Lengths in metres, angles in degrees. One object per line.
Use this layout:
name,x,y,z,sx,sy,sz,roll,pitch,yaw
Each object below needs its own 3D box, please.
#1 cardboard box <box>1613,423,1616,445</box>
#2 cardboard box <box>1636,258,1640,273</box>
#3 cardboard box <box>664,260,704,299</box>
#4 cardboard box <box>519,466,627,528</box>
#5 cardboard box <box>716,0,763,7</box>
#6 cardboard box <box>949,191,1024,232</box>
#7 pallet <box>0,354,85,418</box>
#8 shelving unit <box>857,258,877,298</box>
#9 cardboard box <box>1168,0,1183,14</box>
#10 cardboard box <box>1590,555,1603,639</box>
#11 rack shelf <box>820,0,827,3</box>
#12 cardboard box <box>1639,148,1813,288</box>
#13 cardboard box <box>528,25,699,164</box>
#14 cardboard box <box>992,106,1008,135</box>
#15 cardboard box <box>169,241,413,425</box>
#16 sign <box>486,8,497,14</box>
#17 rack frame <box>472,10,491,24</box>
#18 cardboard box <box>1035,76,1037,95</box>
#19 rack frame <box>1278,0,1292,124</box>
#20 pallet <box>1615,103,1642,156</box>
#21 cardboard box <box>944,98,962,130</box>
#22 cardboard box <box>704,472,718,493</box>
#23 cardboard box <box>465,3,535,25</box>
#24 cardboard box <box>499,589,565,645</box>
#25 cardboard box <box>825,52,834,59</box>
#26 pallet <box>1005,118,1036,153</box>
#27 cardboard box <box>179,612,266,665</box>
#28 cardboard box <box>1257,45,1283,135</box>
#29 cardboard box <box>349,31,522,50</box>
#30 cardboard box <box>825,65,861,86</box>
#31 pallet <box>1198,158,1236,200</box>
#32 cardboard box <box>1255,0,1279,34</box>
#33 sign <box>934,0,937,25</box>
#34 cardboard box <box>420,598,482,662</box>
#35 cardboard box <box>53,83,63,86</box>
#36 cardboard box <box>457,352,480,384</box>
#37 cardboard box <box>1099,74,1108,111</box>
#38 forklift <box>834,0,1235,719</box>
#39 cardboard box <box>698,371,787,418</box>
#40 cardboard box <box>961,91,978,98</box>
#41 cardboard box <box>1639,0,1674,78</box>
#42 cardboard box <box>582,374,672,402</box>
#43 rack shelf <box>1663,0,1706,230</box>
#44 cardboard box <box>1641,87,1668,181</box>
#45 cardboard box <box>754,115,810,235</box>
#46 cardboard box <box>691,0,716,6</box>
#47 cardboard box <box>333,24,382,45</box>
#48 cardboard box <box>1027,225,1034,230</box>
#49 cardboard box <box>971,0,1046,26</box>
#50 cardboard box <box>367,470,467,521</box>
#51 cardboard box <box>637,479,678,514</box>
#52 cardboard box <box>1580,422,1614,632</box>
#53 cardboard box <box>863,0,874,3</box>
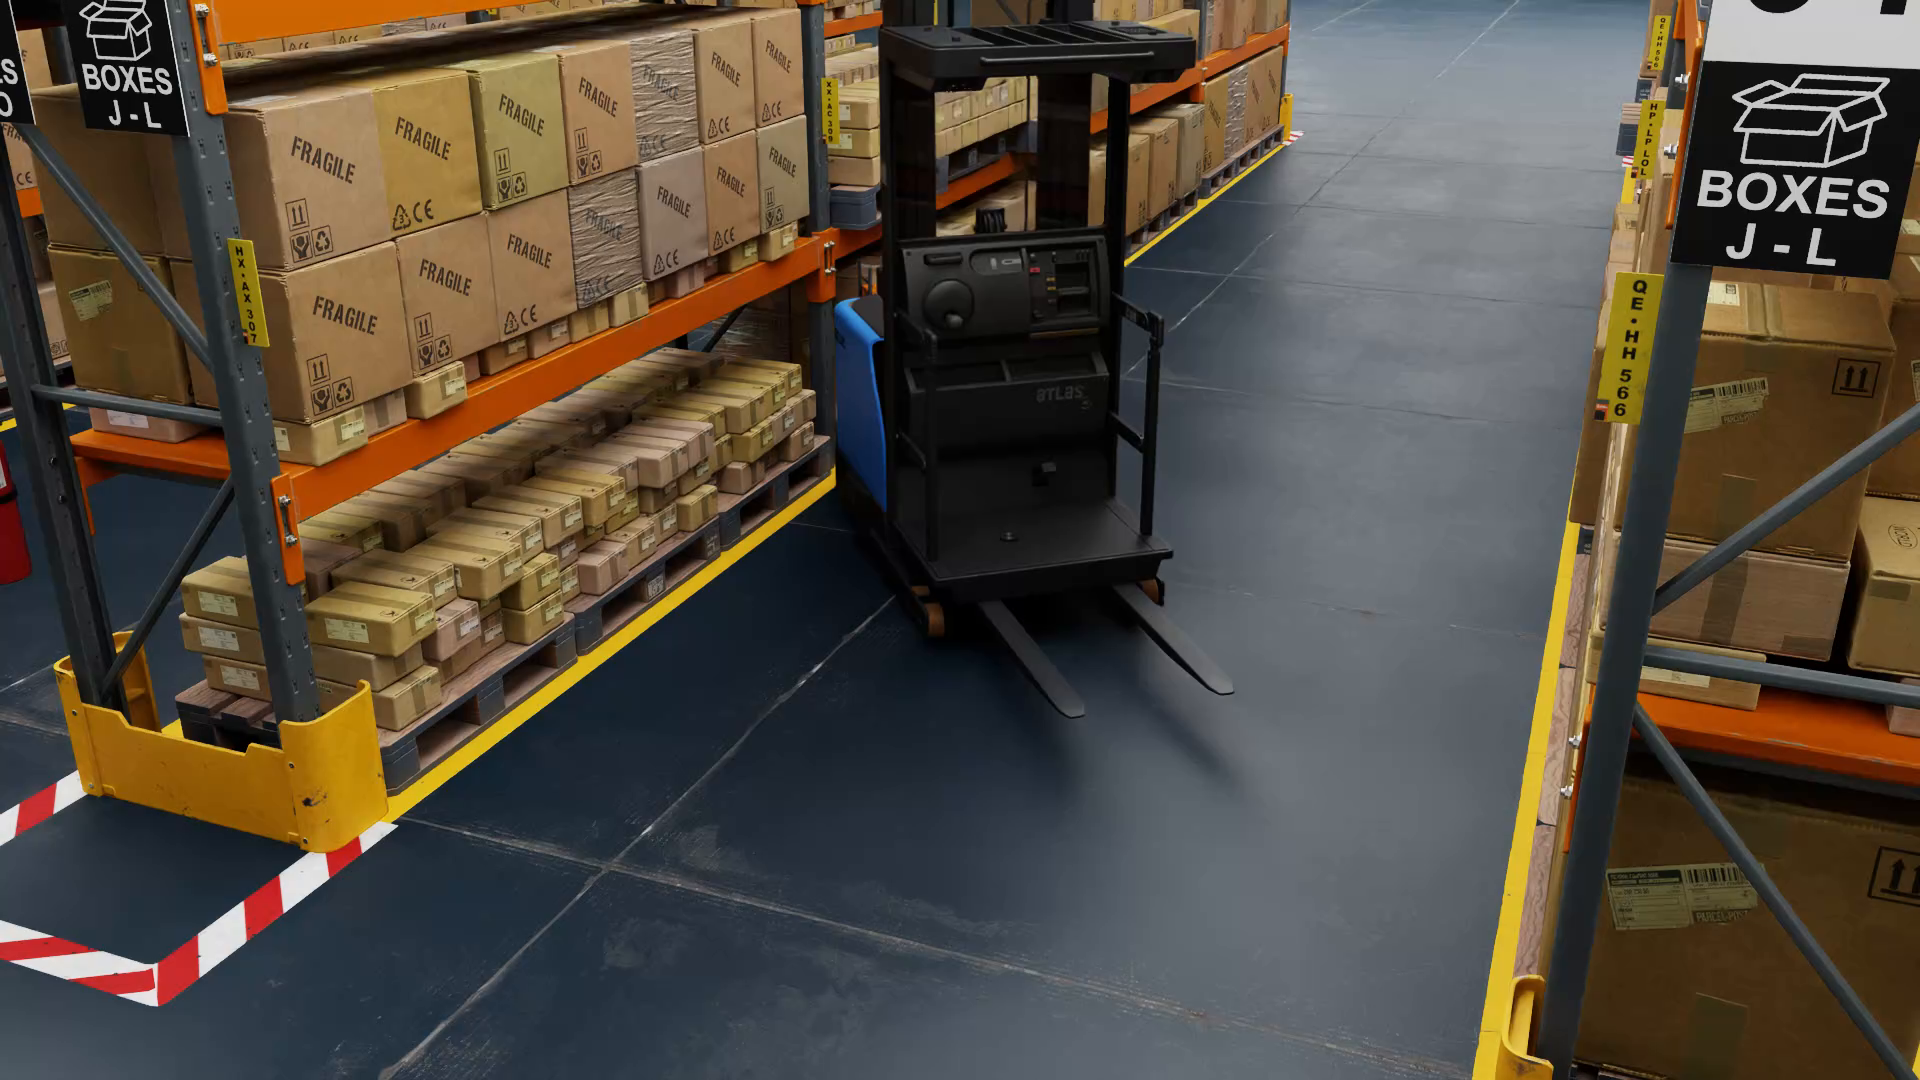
cardboard box,2.404,-0.375,5.583,0.380,0.149,0.250,8,24,19
cardboard box,2.793,-0.868,6.244,0.500,0.250,0.500,9,24,20
cardboard box,-1.397,-1.217,7.598,0.380,0.149,0.250,8,24,18
cardboard box,-1.673,-0.188,7.190,0.380,0.149,0.250,9,24,21
cardboard box,-2.407,-5.690,17.465,0.500,0.500,0.500,9,24,20
cardboard box,0.130,-2.207,11.368,0.500,0.250,0.500,9,24,21
pallet,-6.156,-0.979,10.319,1.003,0.211,1.213,9,24,20
shelving unit,-0.259,-0.896,8.839,0.503,1.200,0.258,-7,24,-16
cardboard box,1.625,-5.046,15.011,0.700,0.500,0.500,8,24,19
cardboard box,1.836,0.172,4.273,0.380,0.149,0.250,9,24,21
rack shelf,-0.425,-3.622,10.070,1.077,0.370,4.000,9,24,20
cardboard box,2.606,-1.025,5.648,0.500,0.500,0.500,8,24,18
cardboard box,-1.481,-1.925,7.153,0.500,0.500,0.500,9,24,21
cardboard box,0.080,-2.663,10.514,0.380,0.149,0.250,10,24,22
cardboard box,-2.230,-0.727,5.583,0.500,0.500,0.500,10,25,23
sign,-3.799,-4.414,13.423,0.100,0.325,0.005,9,24,20
rack frame,-4.315,-3.958,13.833,1.000,3.000,0.127,9,24,20
cardboard box,0.365,-3.068,11.099,0.380,0.149,0.250,9,24,21
rack frame,3.290,-6.148,19.077,1.000,3.000,0.127,9,24,20
pallet,5.052,-2.721,11.121,1.213,0.211,1.003,9,24,20
cardboard box,-0.210,-2.520,9.785,0.380,0.149,0.250,10,25,22
cardboard box,-1.420,-0.281,8.186,0.380,0.149,0.250,8,24,19
cardboard box,-3.933,-4.463,13.982,0.500,0.500,0.500,8,24,19
cardboard box,-1.858,0.287,6.826,0.380,0.149,0.250,9,24,21
cardboard box,-1.784,-5.401,19.338,0.500,0.500,0.500,8,24,19
pallet,0.152,-2.927,11.613,1.213,0.211,1.003,9,24,20
cardboard box,-2.722,0.332,6.331,0.380,0.149,0.250,8,24,19
cardboard box,3.099,-5.109,18.802,0.875,0.875,0.875,9,24,20
cardboard box,-2.148,-1.825,6.915,0.500,0.500,0.500,8,24,18
cardboard box,-0.811,-2.748,9.946,0.380,0.149,0.250,8,24,18
pallet,2.159,-3.691,16.812,1.003,0.211,1.213,9,24,20
cardboard box,3.010,-5.878,18.236,0.875,0.550,0.550,9,24,20
sign,-0.198,-3.898,12.188,0.100,0.325,0.005,9,24,20
cardboard box,-2.066,0.321,6.357,0.380,0.149,0.250,9,24,20
cardboard box,-5.376,-2.805,10.619,0.500,0.250,0.500,8,24,19
cardboard box,-2.054,-0.674,6.297,0.380,0.149,0.250,10,25,23
cardboard box,0.922,-3.636,12.933,0.500,0.500,0.500,9,24,20
forklift,0.273,-1.089,7.056,1.130,2.935,3.031,-7,24,-16
cardboard box,-1.116,-0.745,8.524,0.380,0.149,0.250,9,24,21
cardboard box,-0.115,-2.744,9.937,0.380,0.149,0.250,10,25,22
cardboard box,5.946,-4.177,13.034,1.000,1.000,1.000,9,24,20
cardboard box,-1.693,-0.725,8.477,0.380,0.149,0.250,8,24,19
rack shelf,2.657,-1.444,4.857,1.077,0.370,4.000,9,24,20
cardboard box,4.453,-2.450,10.094,0.500,0.500,0.500,10,24,22
cardboard box,-1.085,-1.824,8.209,0.500,0.500,0.500,9,24,20
cardboard box,-2.788,-5.568,16.628,0.500,0.500,0.500,8,24,19
cardboard box,-4.638,-3.881,12.223,0.500,0.500,0.500,9,24,20
cardboard box,0.316,-2.053,11.971,0.500,0.500,0.500,9,24,20
cardboard box,0.494,-3.952,12.393,0.700,0.500,0.500,9,24,20
cardboard box,-2.364,-0.181,7.174,0.380,0.149,0.250,10,25,22
cardboard box,-1.541,-0.251,7.728,0.380,0.149,0.250,8,24,18
cardboard box,3.081,-0.096,6.800,0.875,0.875,0.875,9,24,20
cardboard box,-1.289,-6.770,20.051,0.500,0.500,0.500,8,24,19
